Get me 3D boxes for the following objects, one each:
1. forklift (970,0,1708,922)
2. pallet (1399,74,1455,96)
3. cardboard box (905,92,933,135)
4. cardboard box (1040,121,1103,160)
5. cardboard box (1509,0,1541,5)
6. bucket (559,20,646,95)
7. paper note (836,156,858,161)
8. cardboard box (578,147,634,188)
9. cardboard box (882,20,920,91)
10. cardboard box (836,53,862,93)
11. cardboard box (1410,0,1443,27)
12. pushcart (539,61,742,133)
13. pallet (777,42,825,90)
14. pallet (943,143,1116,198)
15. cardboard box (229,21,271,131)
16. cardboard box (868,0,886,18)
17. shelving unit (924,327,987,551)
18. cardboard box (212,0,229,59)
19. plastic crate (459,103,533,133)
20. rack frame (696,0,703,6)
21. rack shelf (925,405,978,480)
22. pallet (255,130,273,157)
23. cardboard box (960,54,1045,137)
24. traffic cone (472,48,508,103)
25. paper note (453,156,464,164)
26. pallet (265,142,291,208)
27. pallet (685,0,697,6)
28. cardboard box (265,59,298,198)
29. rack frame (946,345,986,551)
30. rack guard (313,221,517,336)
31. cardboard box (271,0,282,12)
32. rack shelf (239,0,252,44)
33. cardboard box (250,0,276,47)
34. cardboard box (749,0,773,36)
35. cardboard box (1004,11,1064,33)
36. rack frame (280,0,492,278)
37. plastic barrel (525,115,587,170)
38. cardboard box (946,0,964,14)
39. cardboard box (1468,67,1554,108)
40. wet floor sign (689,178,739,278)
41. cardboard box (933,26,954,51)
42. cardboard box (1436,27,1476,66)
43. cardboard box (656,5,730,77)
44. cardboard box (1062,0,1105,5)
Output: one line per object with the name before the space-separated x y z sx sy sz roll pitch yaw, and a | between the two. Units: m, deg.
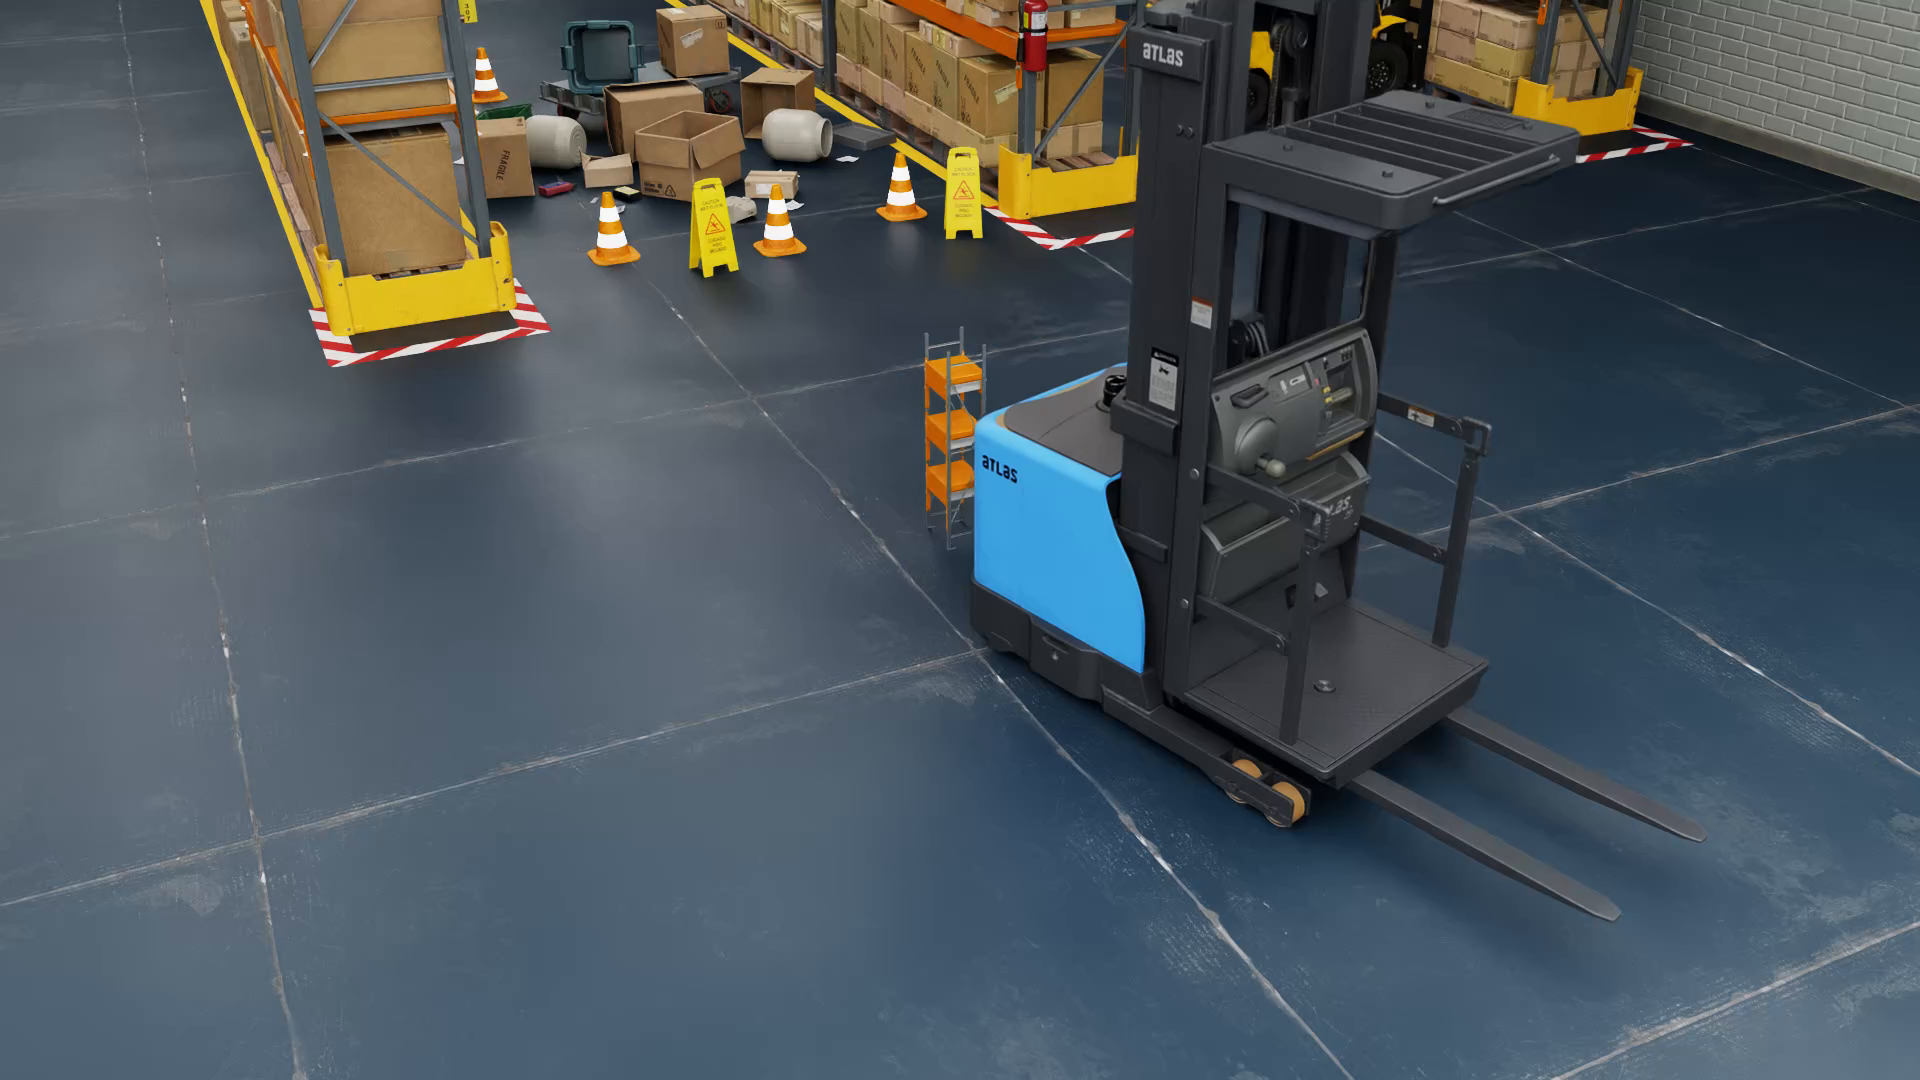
forklift | 1.406 -0.474 6.098 1.130 2.935 3.031 -24 37 -36
pallet | 4.501 -4.577 16.197 1.003 0.211 1.213 -13 32 -22
cardboard box | -0.129 -3.628 14.034 0.500 0.250 0.500 -14 32 -24
cardboard box | 0.809 -3.281 13.416 0.500 0.250 0.500 -13 32 -22
cardboard box | 5.134 -4.818 15.136 0.500 0.250 0.500 -13 32 -22
bucket | -3.098 -4.225 14.510 0.726 0.611 0.620 -3 19 -5
paper note | -0.939 -3.193 13.913 0.148 0.019 0.142 26 38 38
cardboard box | -2.838 -3.000 13.329 0.396 0.266 0.258 -8 30 -13
cardboard box | -0.341 -4.180 14.252 0.500 0.500 0.500 -11 31 -19
cardboard box | -0.802 -4.316 15.262 0.500 0.250 0.500 -15 32 -24
cardboard box | 4.457 -4.930 15.334 0.500 0.250 0.500 -13 32 -21
pushcart | -2.849 -4.005 15.006 0.936 0.377 1.648 26 38 38
pallet | -1.147 -4.777 16.553 1.003 0.211 1.213 -13 32 -22
pallet | 0.556 -3.066 13.502 1.003 0.211 1.213 -13 32 -22
cardboard box | -5.587 -4.023 14.228 1.050 0.750 0.750 -13 32 -22
cardboard box | -0.580 -4.632 14.395 0.380 0.149 0.250 -12 31 -20
shelving unit | -0.023 -0.482 8.035 0.215 1.050 0.252 -13 32 -22
cardboard box | -6.776 -5.247 16.410 1.050 0.750 0.750 -14 32 -23
plastic crate | -3.981 -3.562 14.352 0.450 0.188 0.662 -7 28 9
rack frame | -2.529 -7.417 18.409 1.000 3.000 0.127 -13 32 -22
rack shelf | -0.023 -0.472 8.041 0.215 0.259 0.240 -13 32 -22
pallet | -5.638 -3.674 14.587 1.003 0.211 1.213 -13 32 -22
cardboard box | 0.326 -3.493 13.027 0.500 0.500 0.500 -13 32 -22
traffic cone | -4.451 -4.369 15.567 0.336 0.463 0.334 -13 32 -22
paper note | -4.132 -3.164 13.861 0.142 0.020 0.147 13 32 21
pallet | -4.983 -2.997 13.379 1.003 0.211 1.213 -13 32 -22
pallet | -2.799 -6.564 19.741 1.003 0.211 1.213 -13 32 -22
cardboard box | -4.642 -3.132 12.512 0.875 0.875 0.875 -13 32 -22
rack frame | 0.029 -0.428 7.939 0.200 1.050 0.008 -13 32 -22
rack guard | -3.511 -1.698 10.766 1.175 0.500 0.348 -13 32 -22
cardboard box | -3.965 -3.731 10.579 0.875 0.550 0.550 -13 32 -22
rack shelf | -6.098 -5.135 15.077 1.077 0.370 4.000 -13 32 -22
cardboard box | -4.688 -3.969 12.108 0.875 0.550 0.550 -13 32 -22
cardboard box | -1.651 -5.541 17.323 0.950 0.372 0.625 -12 31 -20
cardboard box | 0.552 -3.893 12.383 0.380 0.149 0.250 -12 31 -20
rack frame | -3.522 -2.799 10.174 1.000 3.000 0.127 -13 32 -22
plastic barrel | -3.366 -3.263 13.636 0.512 0.421 0.421 7 30 13
cardboard box | 0.114 -4.207 12.943 0.380 0.149 0.250 -13 32 -21
cardboard box | 4.900 -4.052 14.790 0.500 0.250 0.500 -13 32 -22
wet floor sign | -1.721 -2.175 11.468 0.267 0.644 0.232 -19 35 -30
cardboard box | 0.003 -4.035 13.332 0.380 0.149 0.250 -13 32 -21
cardboard box | 4.690 -4.502 15.082 0.500 0.250 0.500 -13 32 -22
cardboard box | -2.406 -4.503 14.994 0.500 0.500 0.500 -13 32 -22
cardboard box | 0.953 -4.323 12.487 0.500 0.500 0.500 -14 32 -23
